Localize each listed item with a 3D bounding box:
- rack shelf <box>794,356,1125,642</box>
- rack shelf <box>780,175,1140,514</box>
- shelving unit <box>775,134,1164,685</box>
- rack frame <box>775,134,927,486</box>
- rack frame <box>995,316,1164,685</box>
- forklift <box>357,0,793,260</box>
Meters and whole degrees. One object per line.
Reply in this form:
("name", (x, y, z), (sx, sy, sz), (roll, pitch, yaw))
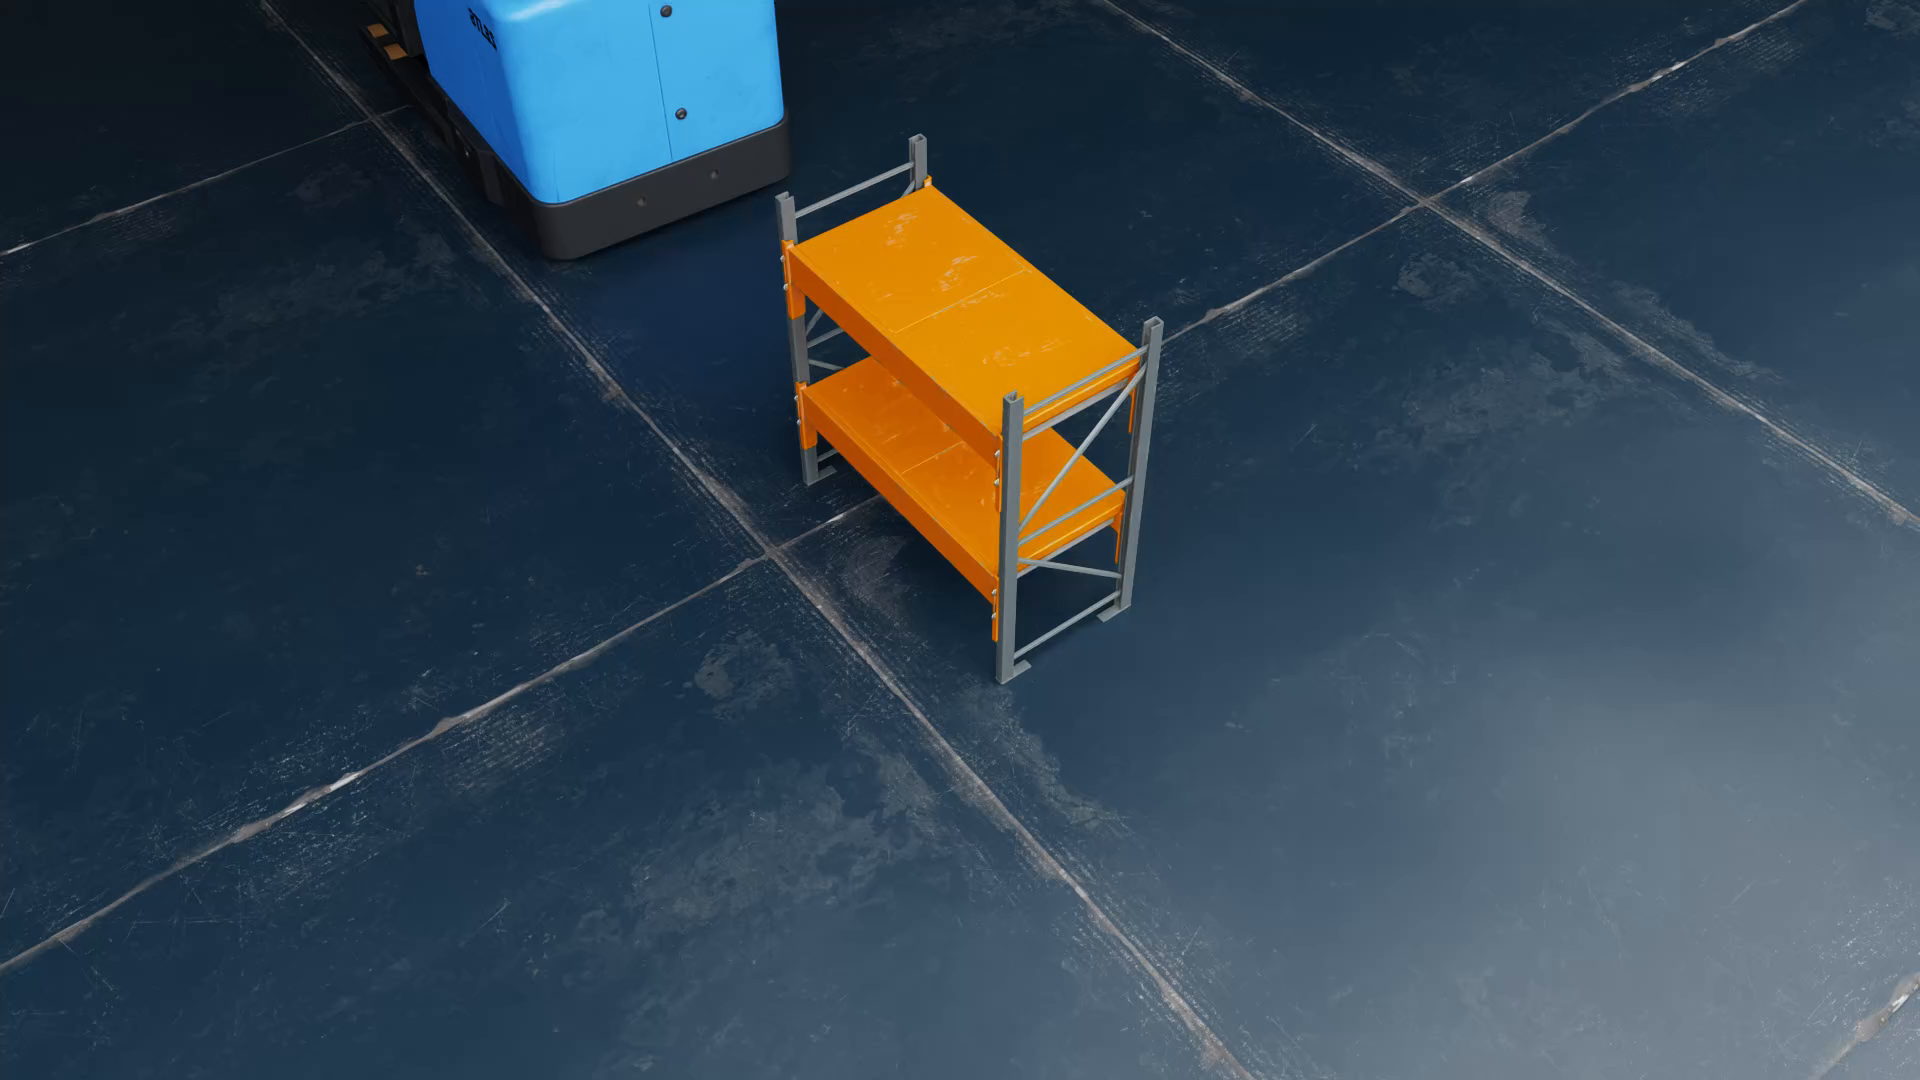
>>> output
("rack shelf", (0.004, -0.210, 5.011), (0.538, 0.278, 1.000), (-29, 54, -24))
("rack shelf", (0.004, -0.570, 4.613), (0.538, 0.278, 1.000), (-29, 54, -24))
("shelving unit", (0.004, -0.374, 4.830), (0.538, 1.125, 1.048), (-29, 54, -24))
("rack frame", (-0.304, -0.674, 5.101), (0.500, 1.125, 0.032), (-29, 54, -24))
("rack frame", (0.312, -0.074, 4.558), (0.500, 1.125, 0.032), (-29, 54, -24))
("forklift", (-1.888, -3.077, 6.061), (1.130, 2.935, 3.031), (-27, 53, -22))
